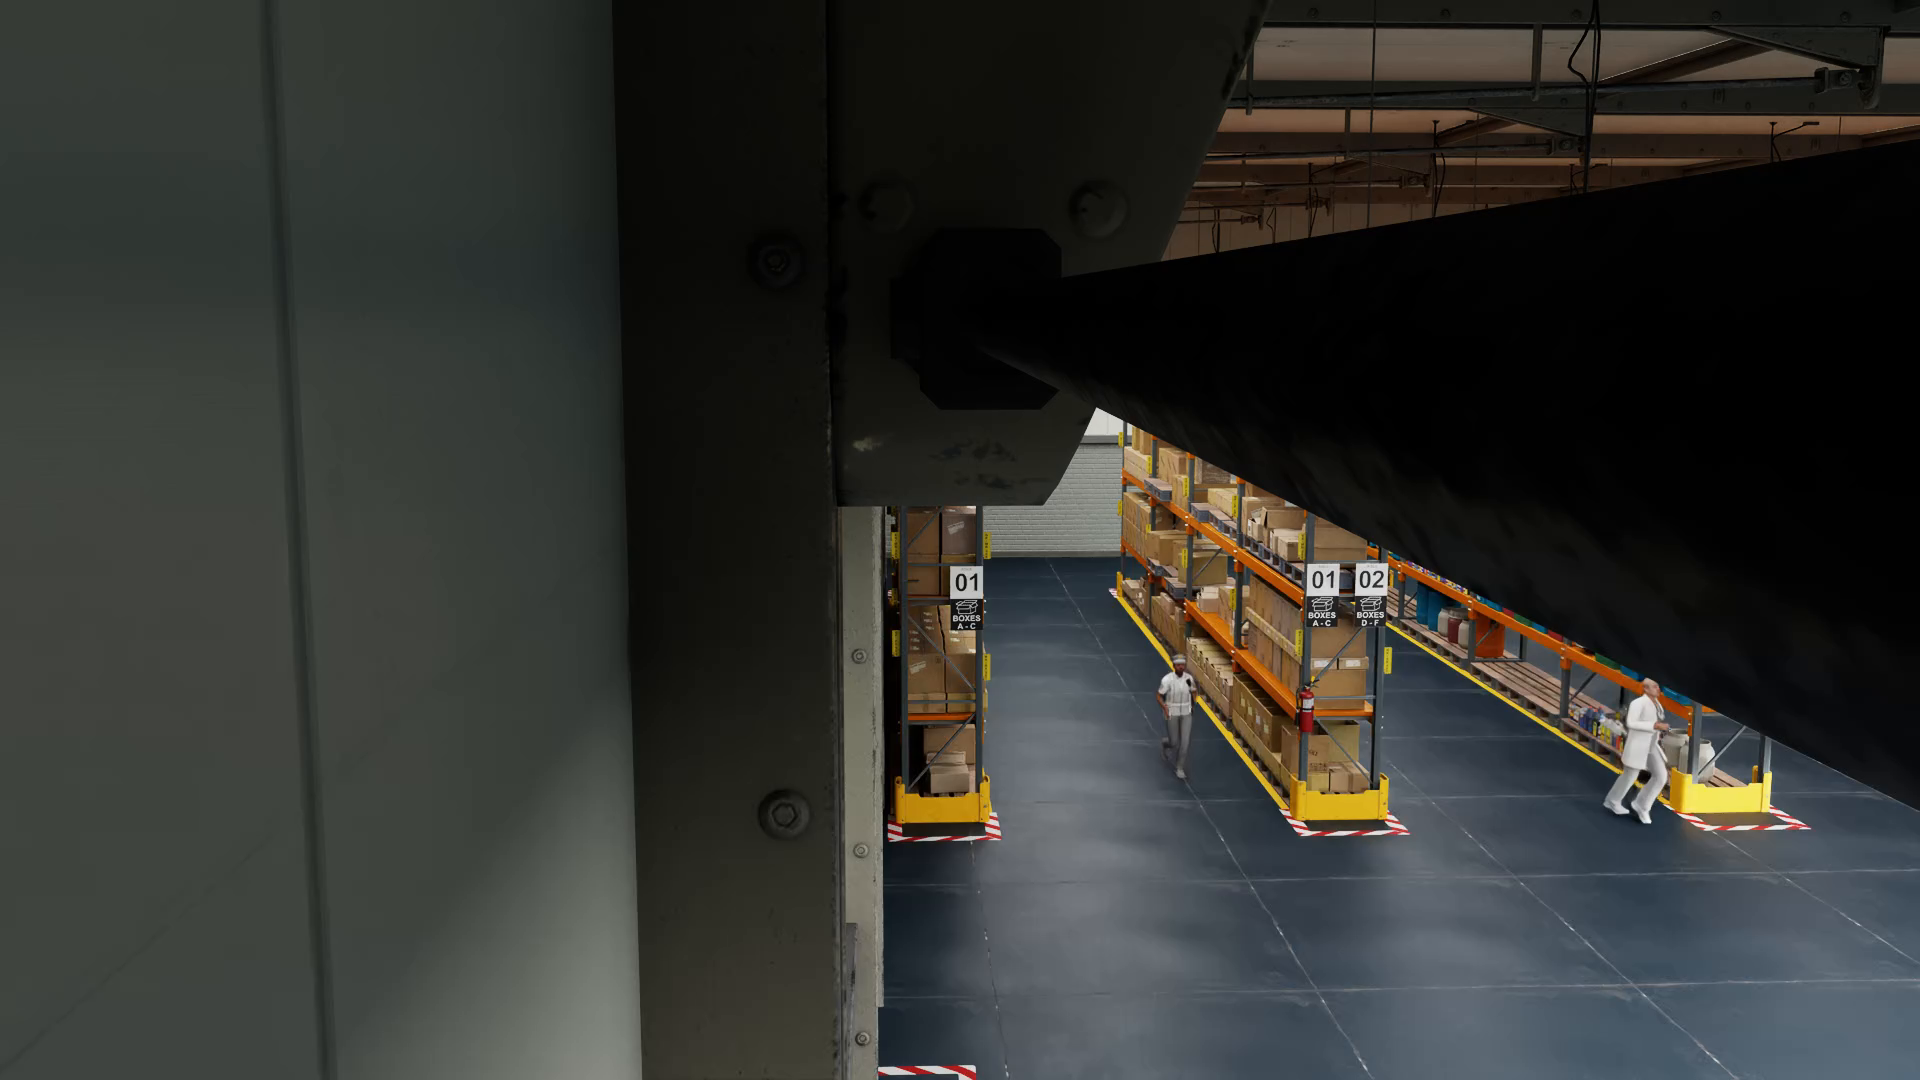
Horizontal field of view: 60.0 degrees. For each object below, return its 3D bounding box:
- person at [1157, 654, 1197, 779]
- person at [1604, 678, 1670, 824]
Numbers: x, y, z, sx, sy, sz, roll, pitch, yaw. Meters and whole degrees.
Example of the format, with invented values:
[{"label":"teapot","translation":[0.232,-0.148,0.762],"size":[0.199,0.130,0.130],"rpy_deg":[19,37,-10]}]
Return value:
[{"label":"person","translation":[2.961,2.353,22.609],"size":[0.578,1.670,0.669],"rpy_deg":[-1,8,-8]},{"label":"person","translation":[8.456,2.599,20.553],"size":[0.705,1.834,0.803],"rpy_deg":[-5,9,-30]}]
